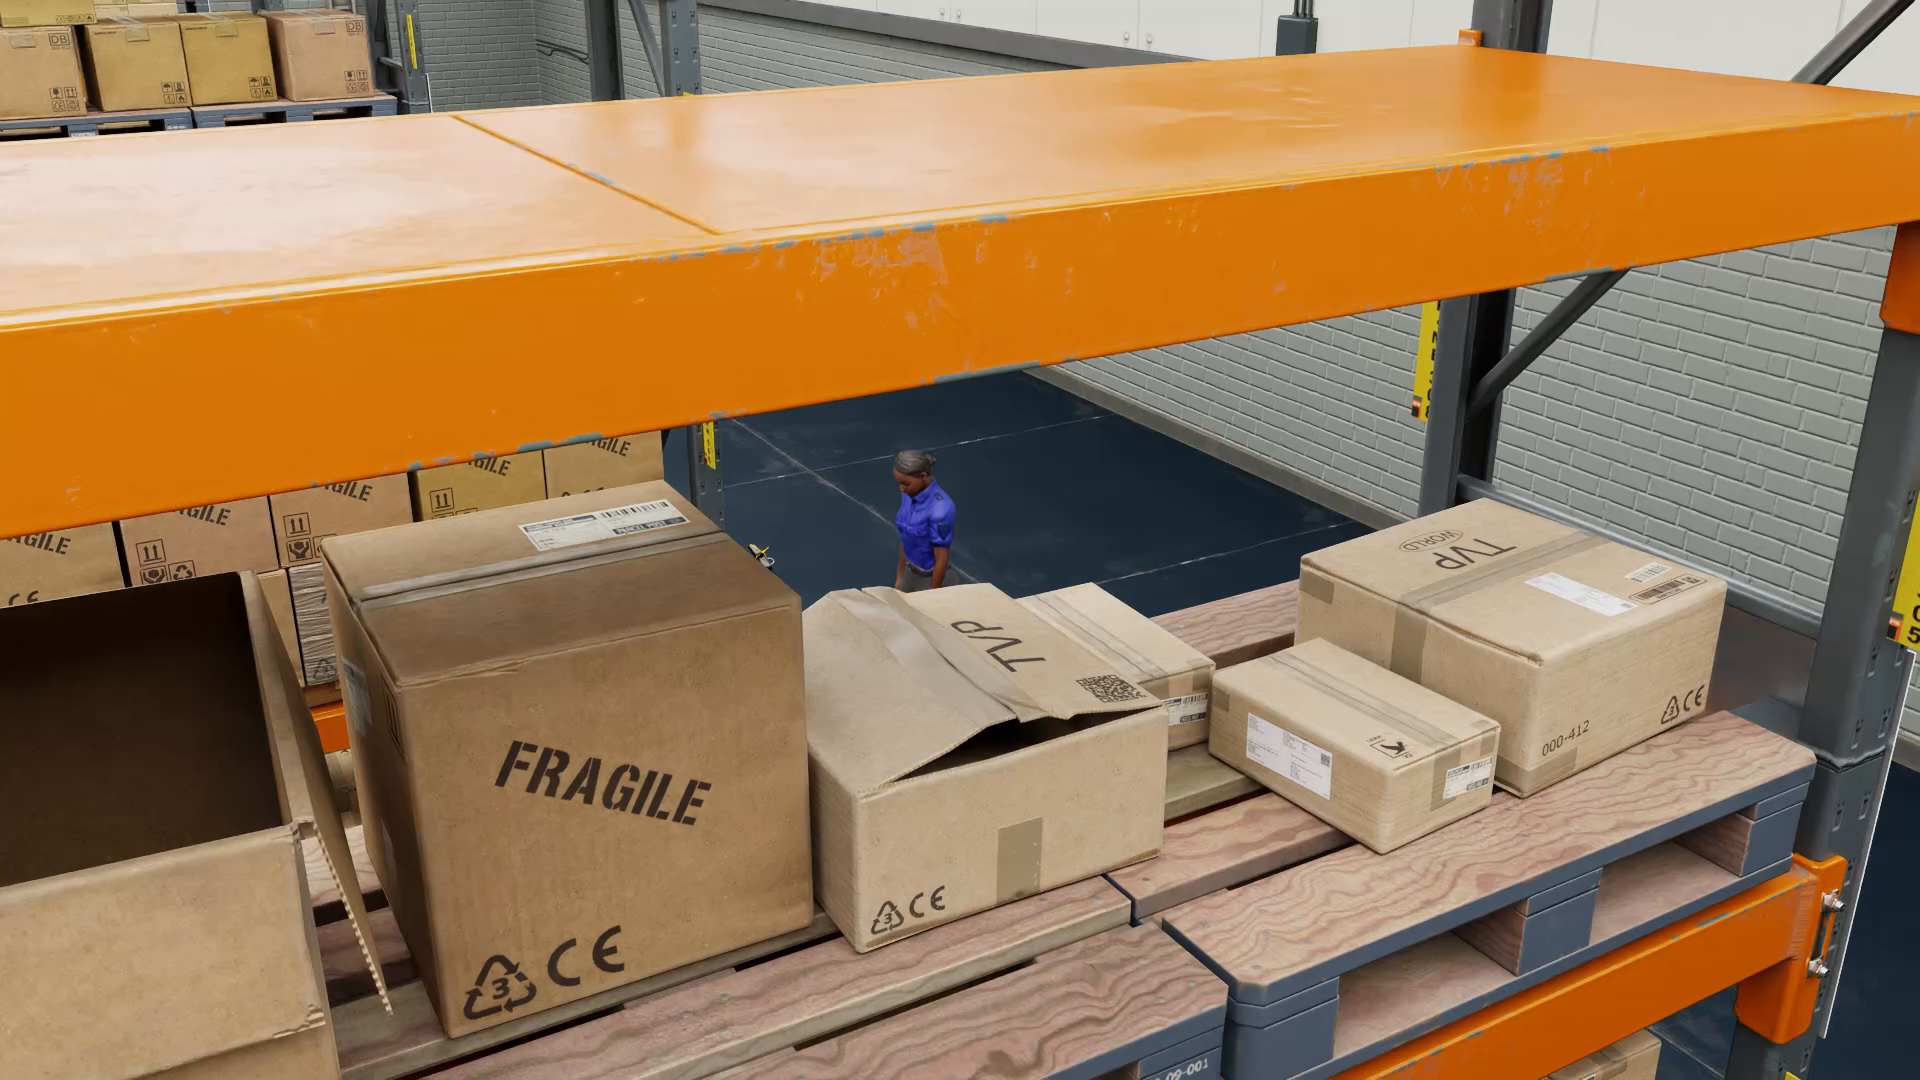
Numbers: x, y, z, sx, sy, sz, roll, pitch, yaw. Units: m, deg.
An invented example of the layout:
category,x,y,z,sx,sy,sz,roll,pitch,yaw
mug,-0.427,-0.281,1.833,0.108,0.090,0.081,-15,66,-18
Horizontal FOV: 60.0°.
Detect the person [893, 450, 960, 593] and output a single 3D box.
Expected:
category,x,y,z,sx,sy,sz,roll,pitch,yaw
person,-0.186,0.268,9.000,0.361,1.617,0.453,-12,25,-27
